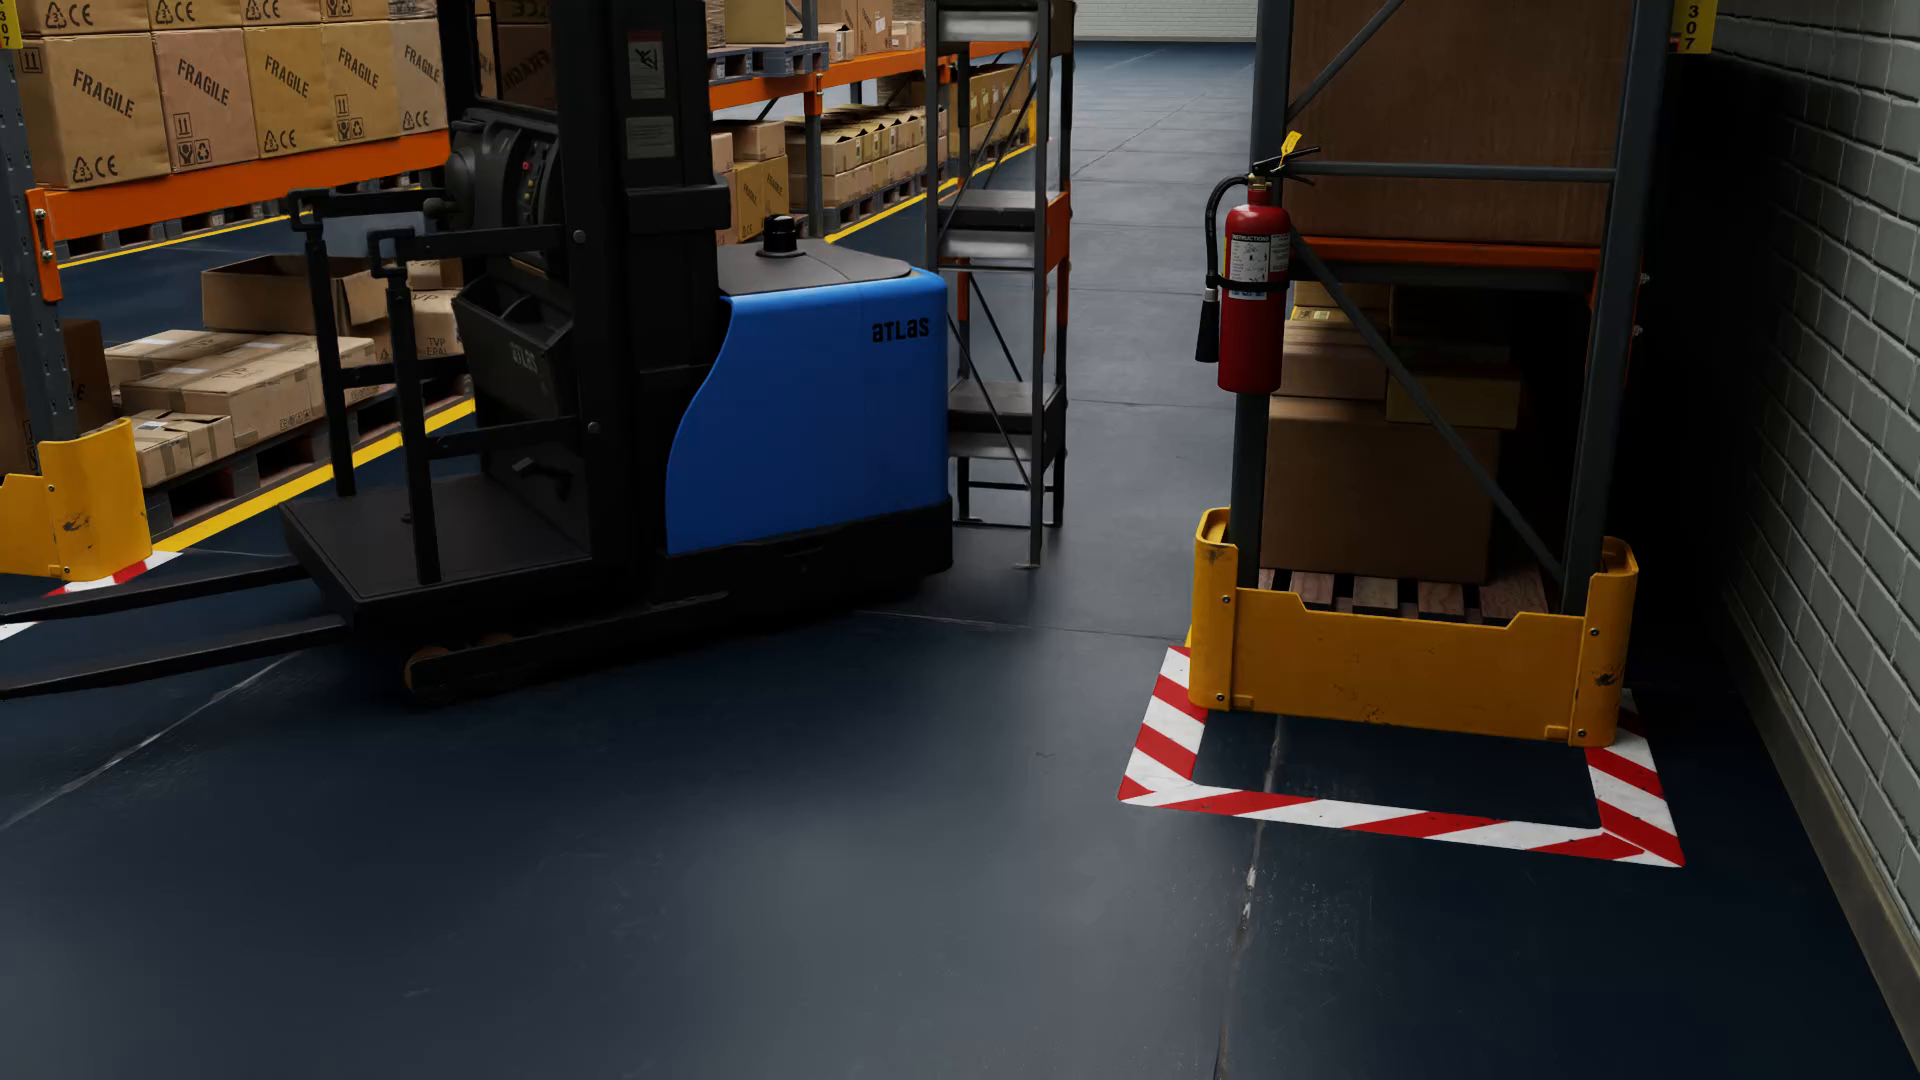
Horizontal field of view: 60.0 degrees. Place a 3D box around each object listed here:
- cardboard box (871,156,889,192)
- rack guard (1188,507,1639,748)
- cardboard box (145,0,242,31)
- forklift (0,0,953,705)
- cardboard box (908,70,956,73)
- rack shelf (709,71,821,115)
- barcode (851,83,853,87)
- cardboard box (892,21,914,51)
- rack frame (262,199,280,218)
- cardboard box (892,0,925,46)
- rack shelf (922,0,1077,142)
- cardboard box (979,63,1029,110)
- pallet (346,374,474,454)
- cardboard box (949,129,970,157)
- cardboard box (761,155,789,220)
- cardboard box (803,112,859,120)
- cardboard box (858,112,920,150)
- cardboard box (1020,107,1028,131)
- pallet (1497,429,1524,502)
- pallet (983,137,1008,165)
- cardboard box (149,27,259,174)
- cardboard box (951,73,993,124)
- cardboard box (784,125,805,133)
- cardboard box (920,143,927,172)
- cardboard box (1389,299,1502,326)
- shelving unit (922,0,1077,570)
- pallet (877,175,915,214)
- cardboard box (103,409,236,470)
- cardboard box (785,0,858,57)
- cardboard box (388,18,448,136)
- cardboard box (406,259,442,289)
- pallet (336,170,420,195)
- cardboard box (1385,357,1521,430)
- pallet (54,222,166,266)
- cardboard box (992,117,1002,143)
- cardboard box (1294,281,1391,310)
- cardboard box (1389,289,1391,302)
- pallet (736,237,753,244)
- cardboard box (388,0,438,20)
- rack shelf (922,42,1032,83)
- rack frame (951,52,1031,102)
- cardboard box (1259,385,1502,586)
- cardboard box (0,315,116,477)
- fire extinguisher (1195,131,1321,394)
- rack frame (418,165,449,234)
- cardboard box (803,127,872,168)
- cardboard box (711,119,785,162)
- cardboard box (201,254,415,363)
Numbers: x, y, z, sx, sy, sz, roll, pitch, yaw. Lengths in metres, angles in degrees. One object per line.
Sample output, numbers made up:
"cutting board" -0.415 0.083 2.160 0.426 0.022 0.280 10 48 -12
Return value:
"cardboard box" -0.930 -3.212 14.555 0.500 0.250 0.500 4 19 12
"rack guard" 1.258 0.235 4.725 1.175 0.500 0.348 5 19 13
"cardboard box" -3.056 -2.148 6.135 0.500 0.500 0.500 5 19 14
"forklift" -1.545 -1.106 4.891 3.031 2.935 1.130 -12 22 -30
"cardboard box" -0.347 -4.992 18.606 0.500 0.500 0.500 5 19 13
"rack shelf" -2.074 -2.885 11.107 1.077 0.370 4.000 5 19 13
"barcode" -1.075 -4.539 16.537 0.001 0.075 0.075 5 19 13
"cardboard box" -0.645 -4.753 15.669 0.396 0.266 0.258 4 19 12
"rack frame" -6.388 -4.245 13.975 1.000 3.000 0.127 5 19 13
"cardboard box" -0.506 -5.293 16.889 0.700 0.500 0.500 4 19 12
"rack shelf" 0.141 -1.632 5.593 0.431 0.518 0.480 4 19 12
"cardboard box" 0.526 -5.421 19.862 0.500 0.500 0.500 5 19 13
"pallet" -3.028 -0.680 7.853 1.003 0.211 1.213 5 19 13
"cardboard box" -0.201 -4.125 17.229 0.500 0.250 0.500 5 19 13
"cardboard box" -1.587 -2.566 12.247 0.500 0.500 0.500 5 20 16
"cardboard box" -1.204 -3.841 15.528 0.500 0.311 0.500 4 19 12
"cardboard box" -0.675 -3.800 15.409 0.500 0.311 0.500 5 19 13
"cardboard box" 0.524 -5.066 19.984 0.500 0.250 0.500 5 19 13
"pallet" 1.684 -0.273 6.662 1.003 0.211 1.213 5 19 13
"pallet" -0.077 -4.416 18.791 1.003 0.211 1.213 5 19 13
"cardboard box" -3.055 -1.673 6.290 0.500 0.500 0.500 4 19 13
"cardboard box" 0.053 -4.793 18.023 0.500 0.500 0.500 5 19 13
"cardboard box" -1.576 -3.363 14.128 0.500 0.311 0.500 4 19 13
"cardboard box" -0.554 -3.693 15.962 0.500 0.250 0.500 4 19 13
"cardboard box" 1.748 -0.767 6.007 0.380 0.149 0.250 5 19 14
"shelving unit" 0.141 -0.982 5.815 0.431 2.100 0.503 4 19 12
"pallet" -1.047 -3.169 15.139 1.003 0.211 1.213 5 19 13
"cardboard box" -3.044 -0.395 6.406 0.380 0.166 0.250 5 19 13
"cardboard box" -1.192 -4.427 14.354 0.500 0.500 0.500 4 19 10
"cardboard box" -2.684 -2.146 7.676 0.500 0.500 0.500 5 20 15
"cardboard box" -2.875 -1.420 9.184 0.500 0.311 0.500 5 19 13
"pallet" -5.861 -3.546 16.244 1.003 0.211 1.213 5 19 13
"cardboard box" 1.502 -0.450 5.079 0.380 0.149 0.250 5 19 14
"pallet" -6.840 -2.294 12.577 1.003 0.211 1.213 5 19 13
"cardboard box" 0.170 -4.595 18.604 0.500 0.250 0.500 5 19 13
"cardboard box" 1.571 -1.049 6.831 0.380 0.149 0.250 4 19 12
"cardboard box" 1.934 -1.008 6.712 0.380 0.149 0.250 5 19 14
"pallet" -2.105 -1.921 11.485 1.003 0.211 1.213 5 19 13
"cardboard box" -2.681 -2.622 7.521 0.500 0.500 0.500 5 19 14
"rack shelf" -0.120 -5.393 18.448 1.077 0.370 4.000 5 19 13
"rack frame" 0.369 -6.360 20.167 1.000 3.000 0.127 5 19 13
"cardboard box" 1.338 -0.198 5.345 0.700 0.500 0.500 5 19 13
"cardboard box" -3.646 -0.560 6.374 0.500 0.500 0.500 5 19 13
"fire extinguisher" 0.780 -0.731 4.384 0.296 0.674 0.183 5 19 13
"rack frame" -2.563 -2.599 9.156 1.000 3.000 0.127 5 19 13
"cardboard box" -1.053 -3.322 14.009 0.500 0.311 0.500 4 19 12
"cardboard box" -1.596 -2.903 12.073 0.500 0.250 0.500 5 20 15
"cardboard box" -3.017 -1.036 7.763 0.797 0.503 0.637 5 19 13
